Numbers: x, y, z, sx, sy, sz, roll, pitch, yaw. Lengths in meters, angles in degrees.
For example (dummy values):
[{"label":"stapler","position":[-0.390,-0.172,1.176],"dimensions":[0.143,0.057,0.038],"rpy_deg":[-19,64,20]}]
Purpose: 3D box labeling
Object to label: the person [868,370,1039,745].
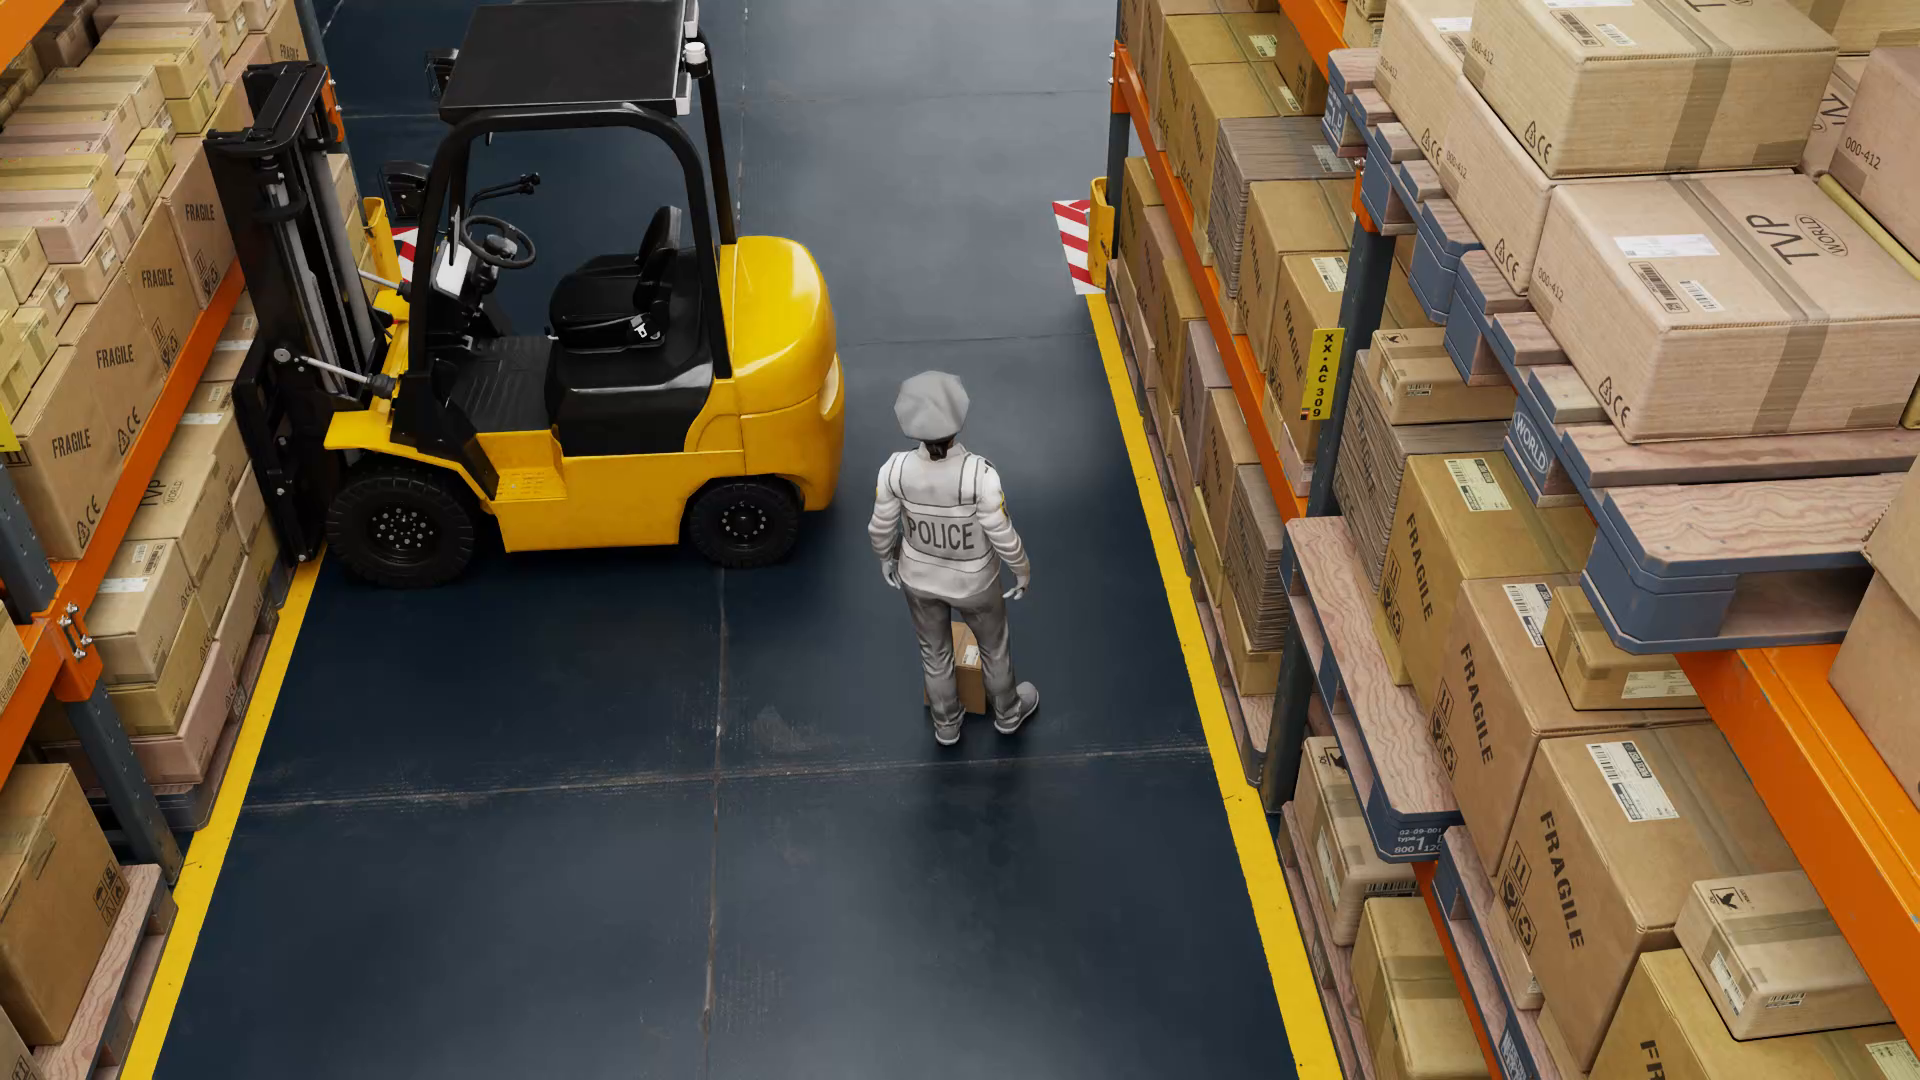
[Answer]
[{"label":"person","position":[-0.017,0.073,6.025],"dimensions":[0.587,1.694,0.529],"rpy_deg":[9,40,11]}]
